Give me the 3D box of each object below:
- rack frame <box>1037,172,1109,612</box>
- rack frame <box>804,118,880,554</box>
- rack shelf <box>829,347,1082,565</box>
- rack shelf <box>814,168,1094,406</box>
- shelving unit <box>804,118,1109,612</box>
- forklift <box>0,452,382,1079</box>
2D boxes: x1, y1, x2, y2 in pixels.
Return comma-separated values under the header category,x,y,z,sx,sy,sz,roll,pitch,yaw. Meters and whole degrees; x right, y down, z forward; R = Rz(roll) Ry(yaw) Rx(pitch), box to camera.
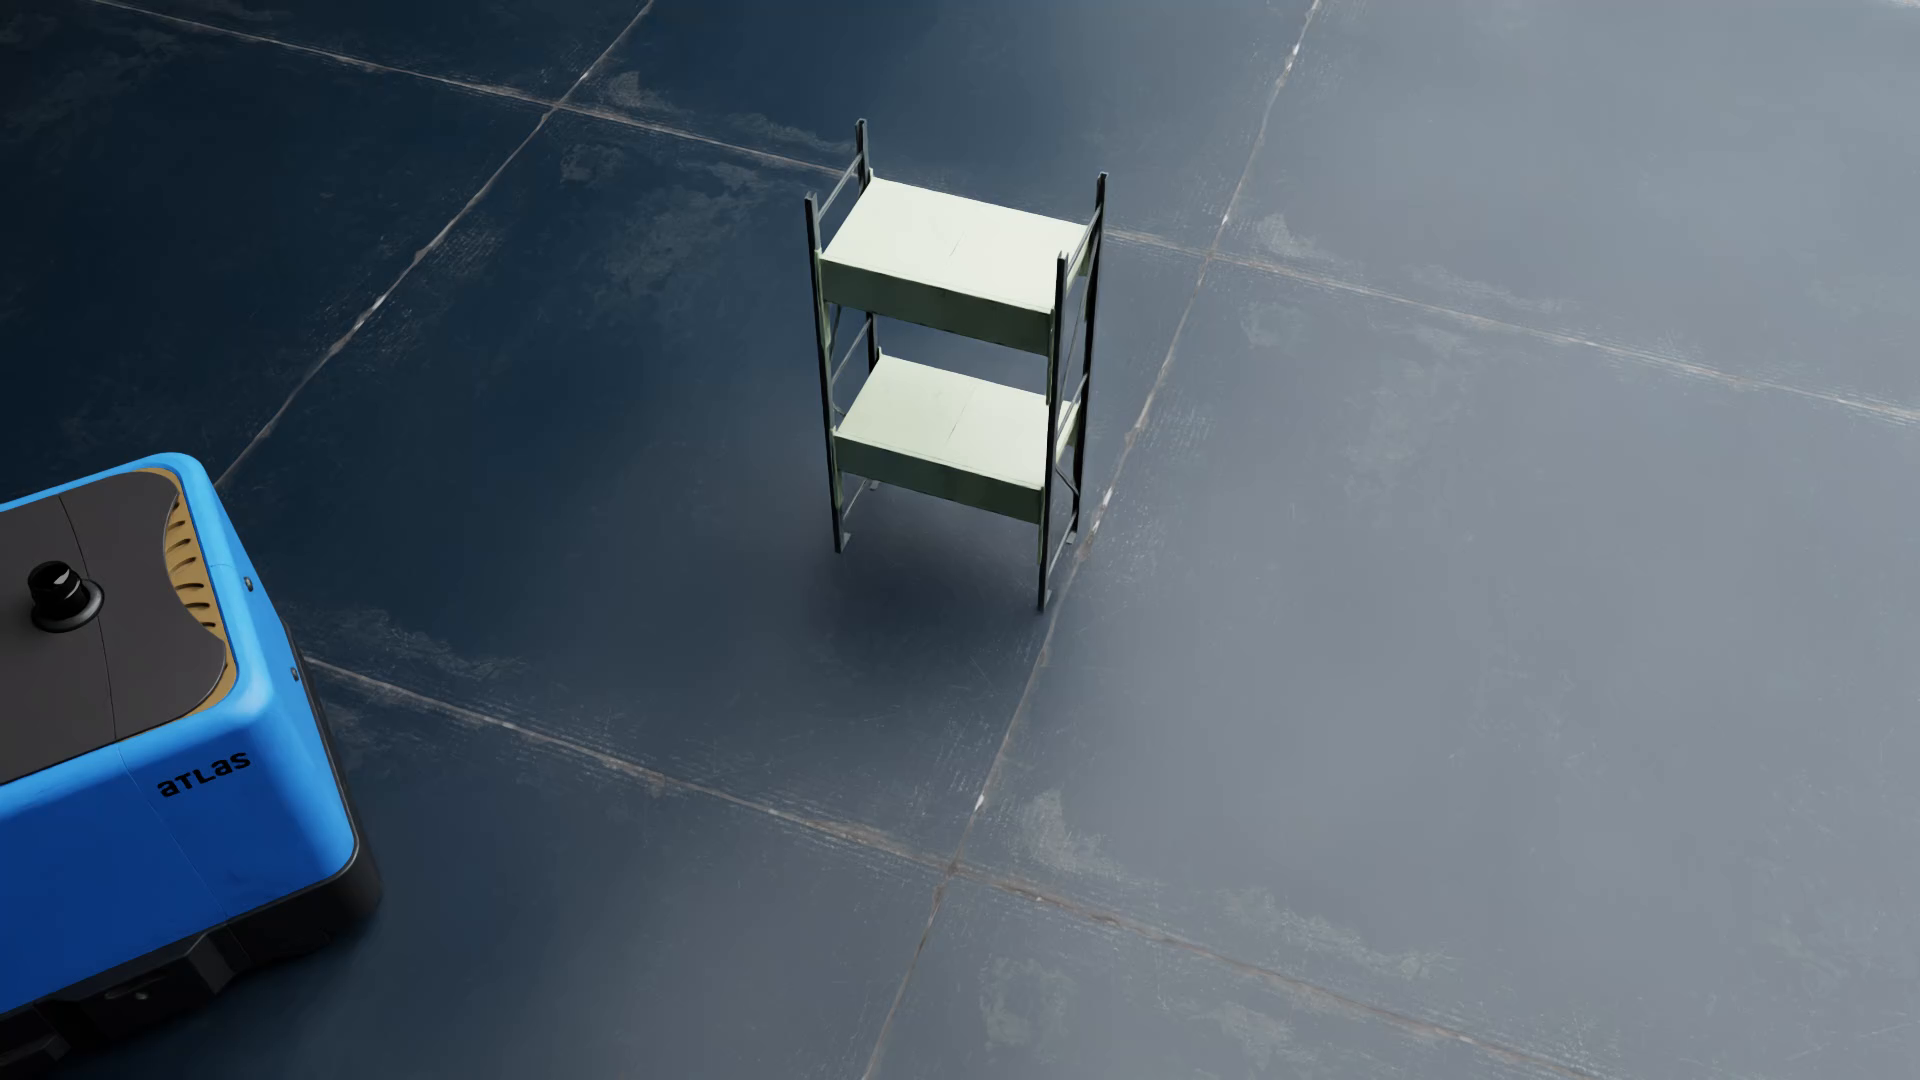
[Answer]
category,x,y,z,sx,sy,sz,roll,pitch,yaw
rack frame,0.337,-0.397,5.102,0.023,1.500,0.400,16,51,13
rack frame,-0.350,-0.589,5.268,0.023,1.500,0.400,16,51,13
rack shelf,-0.006,-0.279,5.431,0.720,0.370,0.431,16,51,13
rack shelf,-0.006,-0.749,4.890,0.720,0.370,0.431,16,51,13
shelving unit,-0.006,-0.493,5.185,0.755,1.500,0.431,16,51,13
forklift,-3.209,0.323,3.530,3.031,2.935,1.130,-22,53,-18
